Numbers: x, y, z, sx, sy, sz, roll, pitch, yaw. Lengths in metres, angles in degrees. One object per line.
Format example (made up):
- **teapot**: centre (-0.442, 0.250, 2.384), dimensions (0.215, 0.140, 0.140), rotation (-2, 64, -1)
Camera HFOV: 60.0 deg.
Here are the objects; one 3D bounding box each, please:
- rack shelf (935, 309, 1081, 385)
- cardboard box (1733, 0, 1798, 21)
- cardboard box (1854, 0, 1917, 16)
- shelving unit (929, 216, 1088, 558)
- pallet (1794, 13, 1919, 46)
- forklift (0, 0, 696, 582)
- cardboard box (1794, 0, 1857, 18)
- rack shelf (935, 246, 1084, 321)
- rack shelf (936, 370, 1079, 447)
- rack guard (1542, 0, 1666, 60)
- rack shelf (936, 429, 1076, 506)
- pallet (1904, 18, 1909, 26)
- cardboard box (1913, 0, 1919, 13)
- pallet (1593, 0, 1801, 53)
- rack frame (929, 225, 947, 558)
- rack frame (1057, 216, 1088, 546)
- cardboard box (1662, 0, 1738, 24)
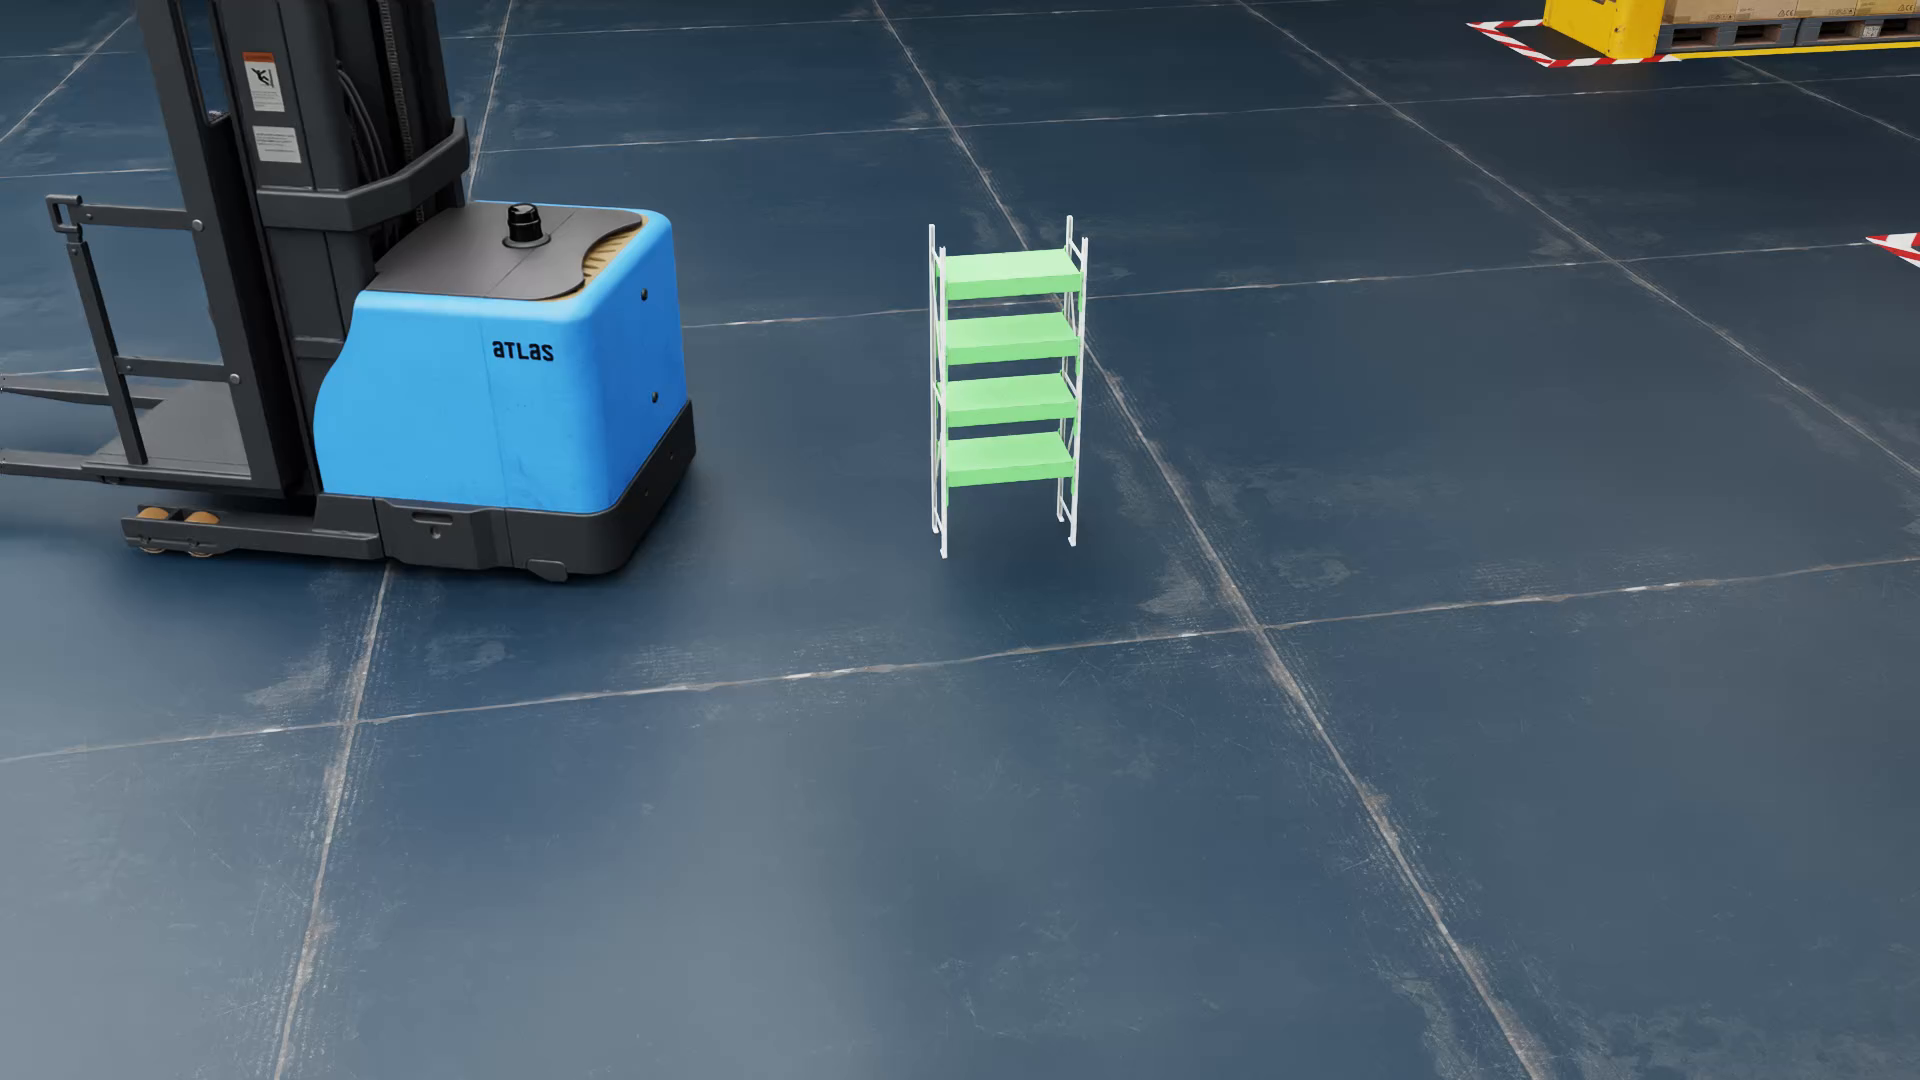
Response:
- **rack shelf**: centre (0.163, -0.684, 5.882), dimensions (0.480, 0.148, 0.258), rotation (-5, 31, -9)
- **cardboard box**: centre (5.980, -4.129, 12.611), dimensions (0.500, 0.250, 0.500), rotation (-5, 31, -9)
- **cardboard box**: centre (6.965, -4.217, 12.762), dimensions (0.500, 0.250, 0.500), rotation (-5, 31, -9)
- **shelving unit**: centre (0.163, -0.532, 5.972), dimensions (0.503, 1.200, 0.258), rotation (-5, 31, -9)
- **pallet**: centre (6.864, -4.146, 13.092), dimensions (1.213, 0.211, 1.003), rotation (-5, 31, -9)
- **forklift**: centre (-2.628, -1.457, 5.836), dimensions (3.031, 2.935, 1.130), rotation (5, 31, 8)
- **cardboard box**: centre (6.472, -4.174, 12.688), dimensions (0.500, 0.250, 0.500), rotation (-5, 31, -9)
- **rack shelf**: centre (0.163, -0.891, 5.761), dimensions (0.480, 0.148, 0.258), rotation (-5, 31, -9)
- **rack shelf**: centre (0.163, -0.477, 6.004), dimensions (0.480, 0.148, 0.258), rotation (-5, 31, -9)
- **rack guard**: centre (4.898, -4.068, 12.675), dimensions (0.348, 0.500, 1.175), rotation (-5, 31, -9)
- **rack shelf**: centre (0.163, -0.270, 6.126), dimensions (0.480, 0.148, 0.258), rotation (-5, 31, -9)
- **pallet**: centre (8.066, -4.259, 13.285), dimensions (1.213, 0.211, 1.003), rotation (-5, 31, -9)
- **cardboard box**: centre (7.456, -4.263, 12.840), dimensions (0.500, 0.250, 0.500), rotation (-5, 31, -9)
- **pallet**: centre (5.666, -4.036, 12.906), dimensions (1.213, 0.211, 1.003), rotation (-5, 31, -9)
- **rack frame**: centre (-0.077, -0.510, 5.934), dimensions (0.015, 1.200, 0.240), rotation (-5, 31, -9)
- **rack frame**: centre (0.403, -0.555, 6.009), dimensions (0.015, 1.200, 0.240), rotation (-5, 31, -9)
- **cardboard box**: centre (5.489, -4.081, 12.530), dimensions (0.500, 0.250, 0.500), rotation (-5, 31, -9)
